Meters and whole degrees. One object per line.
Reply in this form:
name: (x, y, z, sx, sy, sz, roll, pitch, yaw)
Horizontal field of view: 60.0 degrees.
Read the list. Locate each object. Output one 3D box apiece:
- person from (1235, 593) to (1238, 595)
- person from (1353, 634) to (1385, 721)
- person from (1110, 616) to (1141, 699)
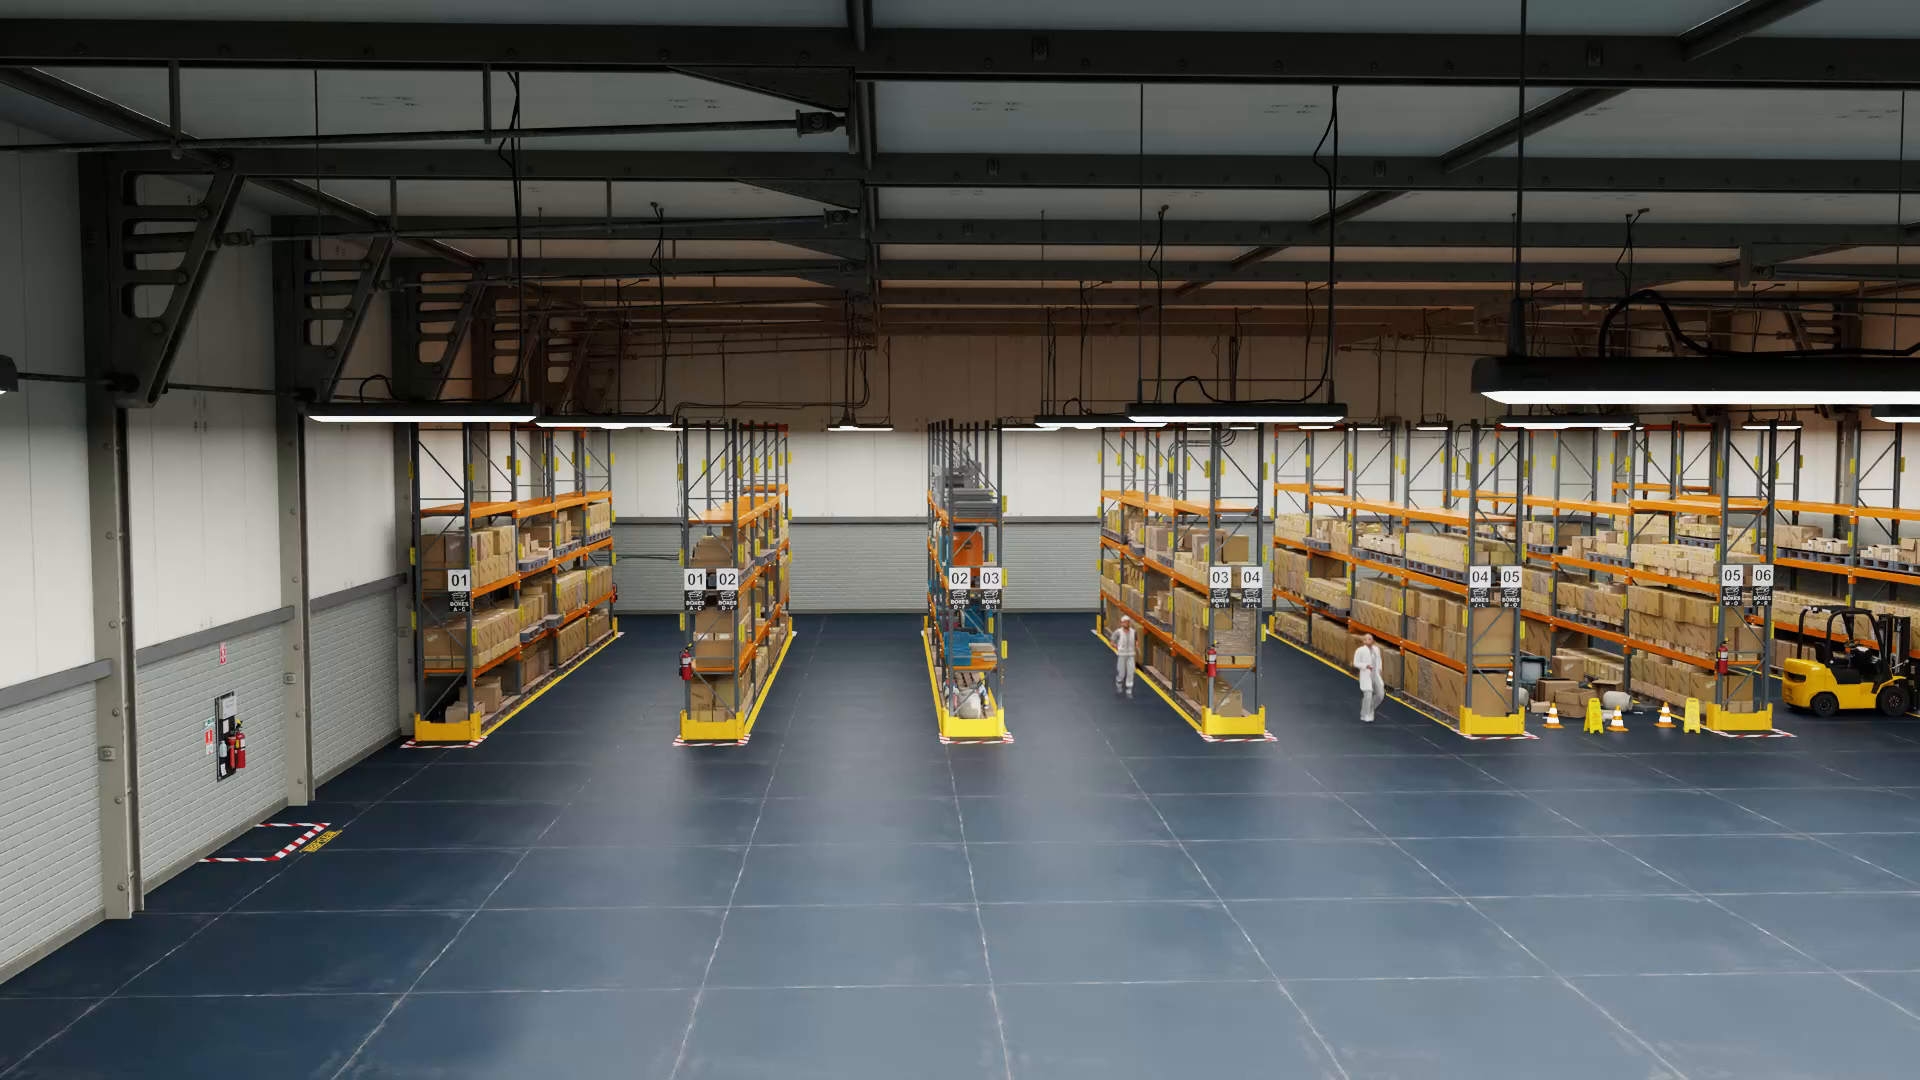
person: (6.987, 2.139, 42.342, 0.635, 1.727, 0.564, 0, 4, -5)
person: (8.154, 2.735, 32.928, 0.697, 1.741, 0.639, -1, 4, -17)
person: (3.575, 2.523, 36.065, 0.662, 1.773, 0.794, -1, 4, -11)
